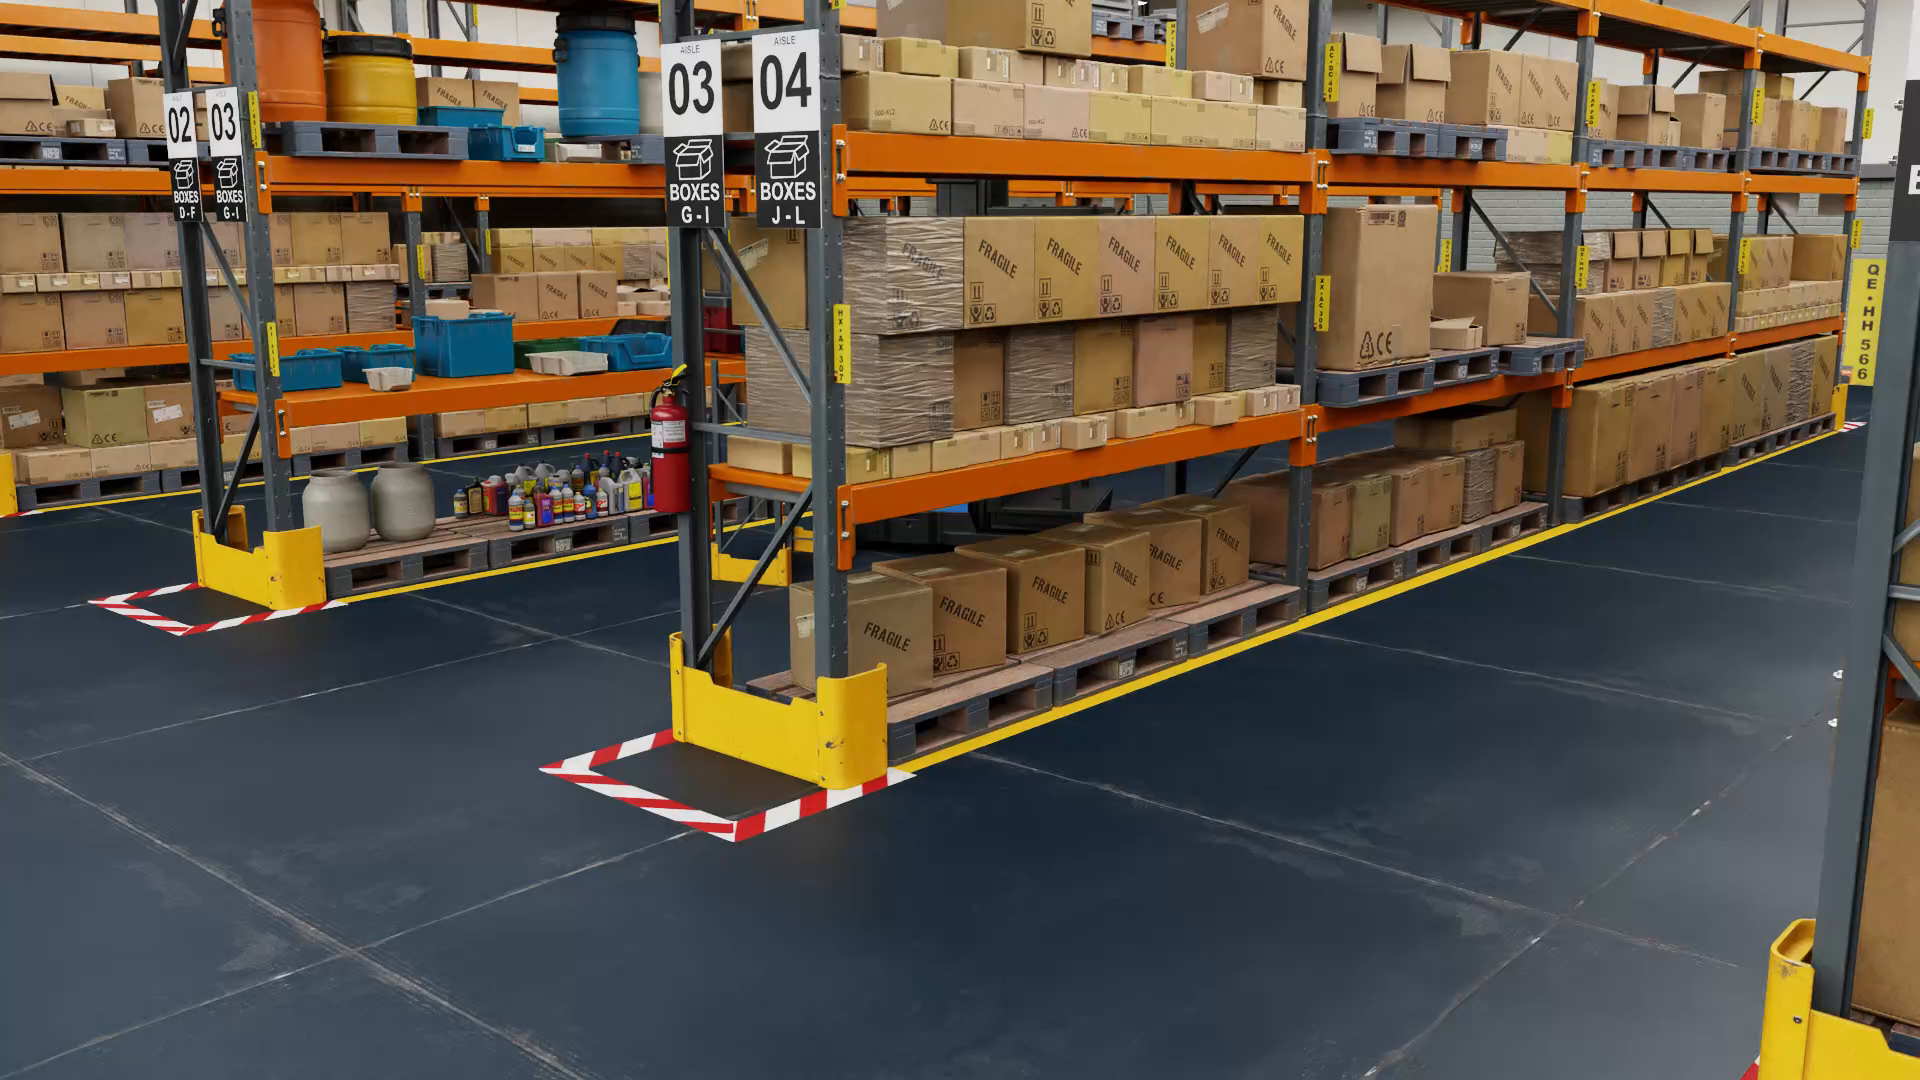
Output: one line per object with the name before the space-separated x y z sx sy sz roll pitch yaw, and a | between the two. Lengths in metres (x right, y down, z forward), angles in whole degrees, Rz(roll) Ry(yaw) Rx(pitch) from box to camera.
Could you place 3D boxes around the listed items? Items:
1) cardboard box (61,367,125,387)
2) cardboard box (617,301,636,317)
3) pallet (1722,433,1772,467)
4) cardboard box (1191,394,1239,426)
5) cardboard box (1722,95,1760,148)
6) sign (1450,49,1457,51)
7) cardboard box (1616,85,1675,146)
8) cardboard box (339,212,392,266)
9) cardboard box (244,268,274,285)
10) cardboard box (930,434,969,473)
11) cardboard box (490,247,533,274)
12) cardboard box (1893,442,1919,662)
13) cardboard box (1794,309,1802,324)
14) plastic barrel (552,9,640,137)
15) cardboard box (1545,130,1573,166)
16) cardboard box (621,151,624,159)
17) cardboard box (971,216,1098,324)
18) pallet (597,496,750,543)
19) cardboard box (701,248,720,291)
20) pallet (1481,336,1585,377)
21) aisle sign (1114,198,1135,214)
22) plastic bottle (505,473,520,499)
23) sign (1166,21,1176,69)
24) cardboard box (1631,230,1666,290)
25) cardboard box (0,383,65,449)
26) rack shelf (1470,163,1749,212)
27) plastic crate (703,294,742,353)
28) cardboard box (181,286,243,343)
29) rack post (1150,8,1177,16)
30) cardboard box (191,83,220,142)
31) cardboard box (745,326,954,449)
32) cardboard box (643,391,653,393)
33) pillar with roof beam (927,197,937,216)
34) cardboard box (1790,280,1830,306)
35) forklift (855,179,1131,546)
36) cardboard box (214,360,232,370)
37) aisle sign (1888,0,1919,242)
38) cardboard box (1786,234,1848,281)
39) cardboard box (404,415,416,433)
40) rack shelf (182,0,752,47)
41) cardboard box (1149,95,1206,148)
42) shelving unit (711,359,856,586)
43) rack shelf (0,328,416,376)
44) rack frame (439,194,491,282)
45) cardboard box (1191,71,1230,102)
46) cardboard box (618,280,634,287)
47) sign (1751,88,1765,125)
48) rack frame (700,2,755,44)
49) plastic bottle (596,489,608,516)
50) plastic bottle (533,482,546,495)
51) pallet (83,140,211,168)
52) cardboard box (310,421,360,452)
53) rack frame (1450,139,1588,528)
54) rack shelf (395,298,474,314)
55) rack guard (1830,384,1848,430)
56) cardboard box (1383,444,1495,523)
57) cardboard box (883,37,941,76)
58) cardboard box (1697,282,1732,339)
cardboard box | -10.079 -1.806 19.355 0.500 0.500 0.500 8 14 36
cardboard box | -3.859 -2.605 18.735 0.250 0.149 0.380 -11 16 -43
pallet | 7.580 -0.964 17.000 1.003 0.211 1.213 10 15 40
cardboard box | 1.354 -0.744 9.421 0.380 0.149 0.250 10 15 40
cardboard box | 7.491 -4.128 16.479 0.700 0.500 0.500 9 14 37
sign | 6.363 -6.174 21.470 0.100 0.325 0.005 10 15 40
cardboard box | 5.712 -3.672 14.445 0.797 0.503 0.637 10 15 40
cardboard box | -5.988 -2.953 16.272 0.700 0.500 0.500 10 15 41
cardboard box | -6.558 -2.447 15.393 0.380 0.149 0.250 10 15 42
cardboard box | -0.179 -0.422 7.805 0.380 0.149 0.250 10 15 40
cardboard box | -6.270 -3.806 23.042 0.500 0.500 0.500 10 15 42
cardboard box | 2.968 0.058 4.381 0.875 0.550 0.550 10 15 40
cardboard box | 8.663 -2.375 17.587 0.380 0.149 0.250 10 15 41
plastic barrel | -2.719 -3.483 12.483 0.600 0.901 0.708 10 15 40
cardboard box | 4.250 -2.937 12.483 0.500 0.250 0.500 10 15 40
cardboard box | -4.036 -4.290 18.184 0.500 0.250 0.500 9 15 39
cardboard box | 0.330 -1.342 8.203 0.500 0.500 0.500 10 15 40
pallet | -2.456 -0.232 13.336 1.003 0.211 1.213 10 15 40
cardboard box | -2.729 -3.285 20.172 0.700 0.500 0.500 4 12 21
pallet | 3.989 -1.429 12.696 1.213 0.211 1.003 10 15 40
aisle sign | 2.496 -5.345 25.177 0.394 0.787 0.004 10 15 40
plastic bottle | -3.461 -0.366 12.715 0.152 0.276 0.135 9 15 39
sign | 1.319 -3.042 10.298 0.100 0.325 0.005 10 15 40
cardboard box | 5.744 -2.483 14.668 0.797 0.503 0.637 10 15 42
cardboard box | -8.210 -1.088 14.536 0.500 0.500 0.500 10 15 40
rack shelf | 5.699 -3.054 14.521 1.077 0.370 4.000 10 15 40
plastic crate | -1.892 -1.836 14.079 0.402 0.464 0.583 10 15 40
cardboard box | -7.003 -2.090 15.262 0.700 0.500 0.500 10 15 42
rack post | 2.719 -5.655 18.243 0.937 0.300 0.954 9 15 39
cardboard box | -6.882 -3.905 15.250 0.637 0.503 0.797 -10 15 -41
cardboard box | -0.518 -0.737 7.727 0.875 0.500 0.500 10 15 40
cardboard box | -3.559 -1.869 18.928 0.500 0.311 0.500 9 15 39
pillar with roof beam | 2.864 -7.634 27.958 9.100 9.000 0.548 10 15 40
cardboard box | 9.204 -2.711 18.248 0.500 0.250 0.500 9 15 39
forklift | 0.609 -1.411 12.293 3.031 2.935 1.130 2 12 12
cardboard box | -8.950 -2.075 20.699 0.700 0.500 0.500 10 15 42
aisle sign | 2.485 -1.111 3.980 0.394 0.787 0.004 10 15 40
cardboard box | 9.536 -3.153 18.547 0.500 0.500 0.500 10 15 41
cardboard box | -5.644 -1.290 17.461 0.500 0.250 0.500 10 15 40
rack shelf | -3.302 -3.792 11.580 1.077 0.370 4.000 10 15 40
cardboard box | 0.949 -2.198 8.784 0.500 0.250 0.500 10 15 40
shelving unit | -1.229 -0.543 11.600 0.587 1.500 1.083 5 12 22
rack shelf | -7.020 -1.687 15.337 1.077 0.370 4.000 10 15 40
rack frame | -6.783 -3.563 22.890 1.000 3.000 0.127 10 15 40
cardboard box | 1.233 -2.441 8.982 0.380 0.149 0.250 9 15 39
cardboard box | -5.025 -3.770 24.520 0.380 0.149 0.250 9 15 39
sign | 7.434 -4.040 15.498 0.100 0.325 0.005 10 15 40
rack frame | -1.982 -4.635 12.943 1.000 3.000 0.127 10 15 40
plastic bottle | -2.698 -0.285 12.500 0.097 0.201 0.097 0 11 0
plastic bottle | -3.235 -0.345 12.801 0.097 0.201 0.097 0 11 0
pallet | -7.049 -3.454 14.915 1.003 0.211 1.213 10 15 40
cardboard box | -6.180 -1.023 16.123 0.500 0.250 0.500 10 15 40
rack frame | 4.379 -1.641 13.271 1.000 3.000 0.127 10 15 40
rack shelf | -8.103 -2.916 21.488 1.077 0.370 4.000 10 15 40
rack guard | 9.676 -1.596 19.427 1.175 0.500 0.348 10 15 40
cardboard box | 3.595 -0.447 12.550 0.700 0.500 0.500 8 14 36
cardboard box | -0.302 -2.094 7.242 0.380 0.149 0.250 10 15 42
cardboard box | 6.916 -2.175 15.687 0.500 0.500 0.500 10 15 41
